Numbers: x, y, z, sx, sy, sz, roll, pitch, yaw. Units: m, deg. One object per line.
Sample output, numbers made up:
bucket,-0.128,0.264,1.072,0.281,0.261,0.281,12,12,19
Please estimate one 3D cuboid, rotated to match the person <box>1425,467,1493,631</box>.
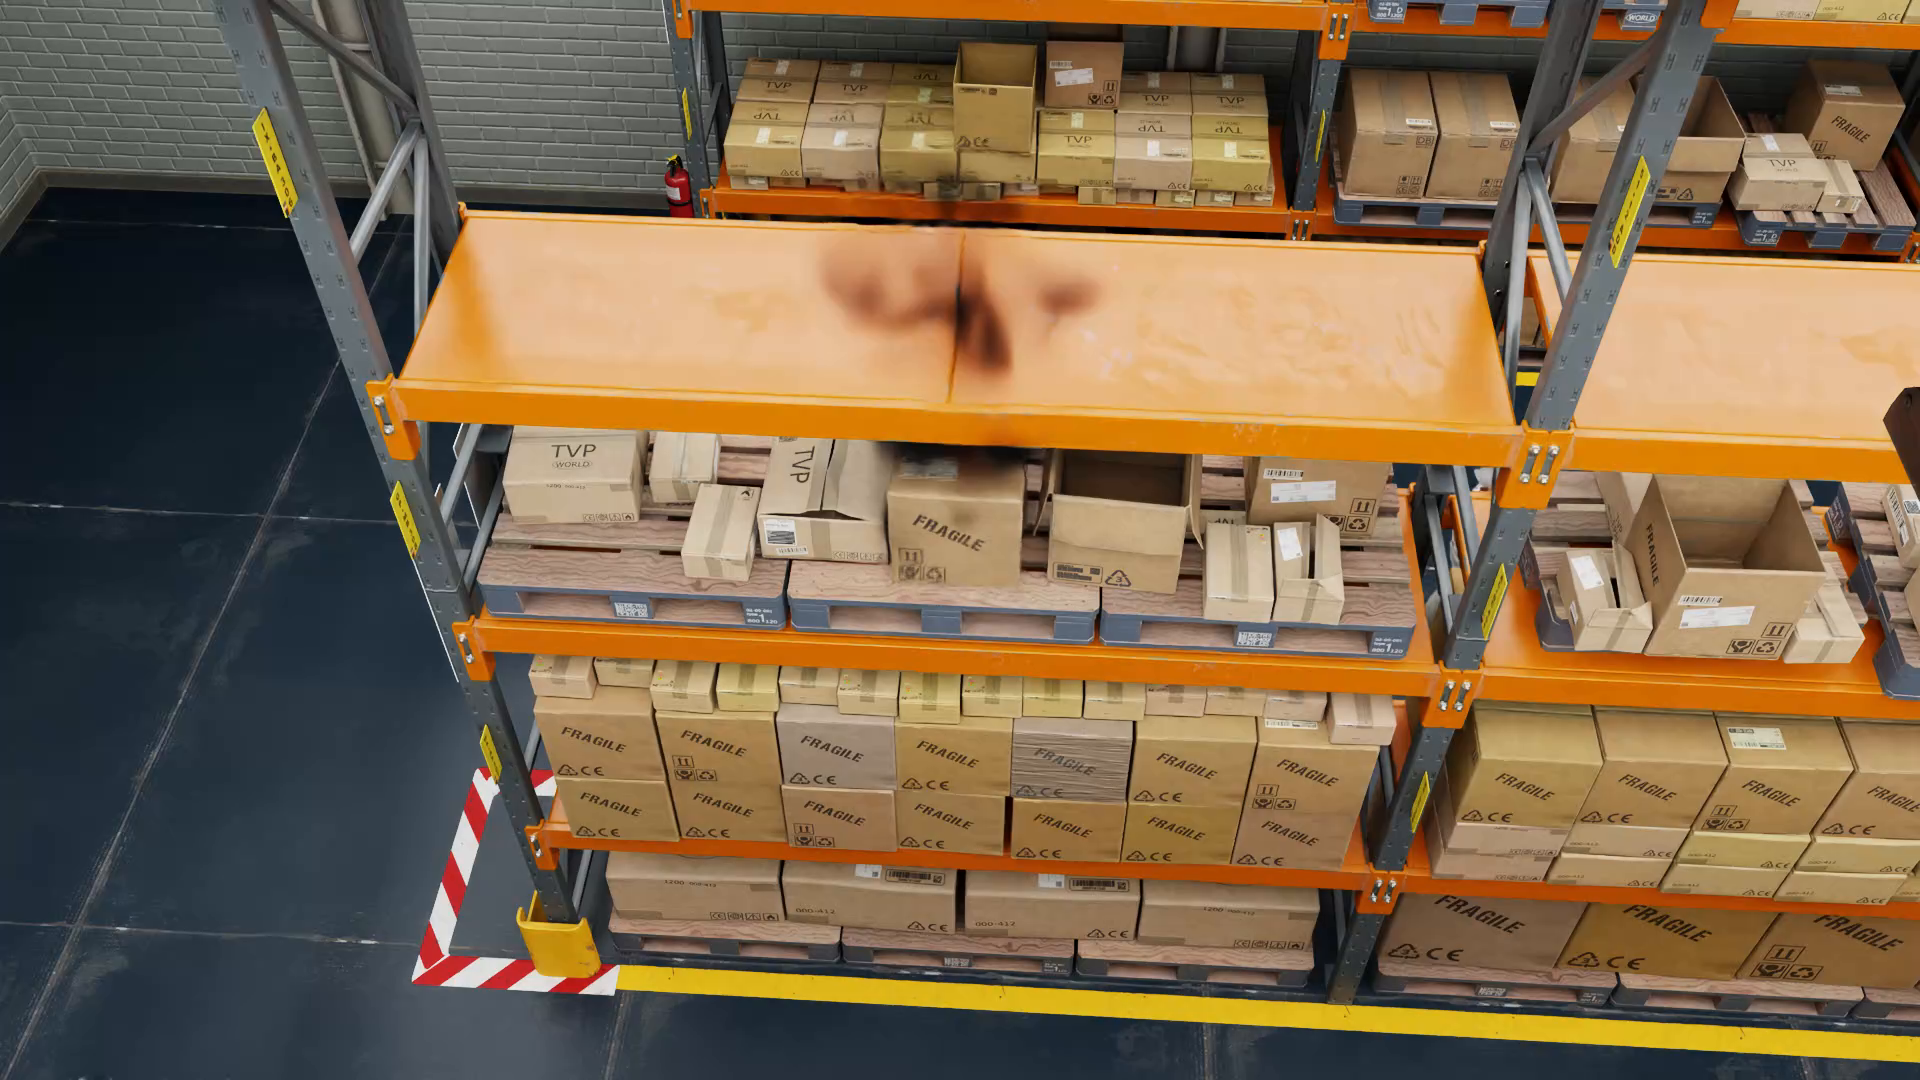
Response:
person,2.956,0.171,9.484,0.735,1.713,0.589,3,48,3
